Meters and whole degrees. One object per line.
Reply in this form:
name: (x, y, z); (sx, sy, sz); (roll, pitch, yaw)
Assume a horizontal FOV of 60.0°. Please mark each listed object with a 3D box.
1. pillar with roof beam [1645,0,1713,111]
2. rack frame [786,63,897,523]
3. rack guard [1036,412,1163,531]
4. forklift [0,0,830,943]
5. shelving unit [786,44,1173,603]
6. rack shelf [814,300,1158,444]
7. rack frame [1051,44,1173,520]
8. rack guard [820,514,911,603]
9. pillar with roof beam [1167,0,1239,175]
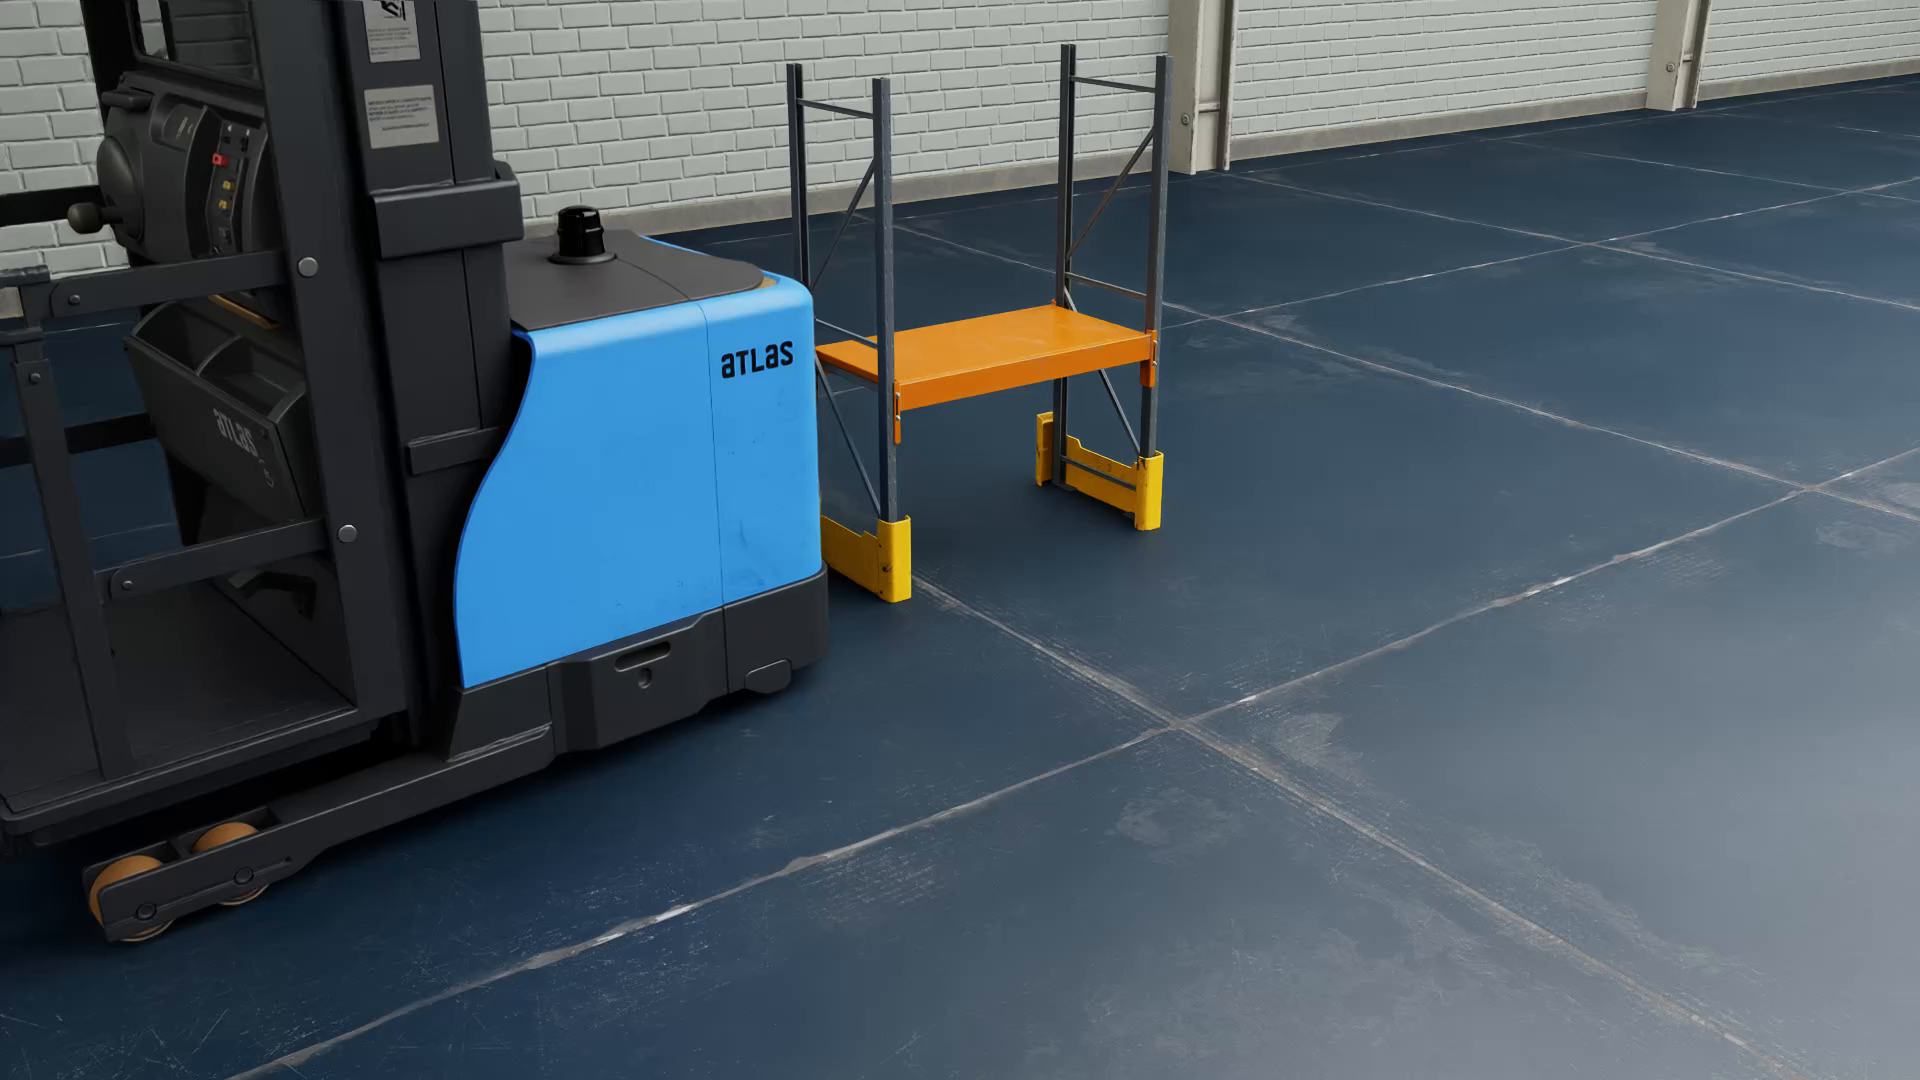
pillar with roof beam: (9.119, -6.911, 10.574); (0.400, 9.000, 9.100); (-15, 26, -33)
rack frame: (-0.343, -0.605, 4.889); (0.032, 1.500, 0.500); (-15, 26, -33)
rack guard: (0.466, -0.240, 5.662); (0.087, 0.250, 0.587); (-15, 26, -33)
forklift: (-1.787, -0.769, 3.369); (3.031, 2.935, 1.130); (-18, 28, -38)
shelving unit: (0.062, -0.713, 5.160); (1.083, 1.500, 0.587); (-15, 26, -33)
rack shelf: (0.069, -0.548, 5.231); (1.000, 0.185, 0.538); (-15, 26, -33)
rack frame: (0.482, -0.825, 5.440); (0.032, 1.500, 0.500); (-15, 26, -33)
rack guard: (-0.342, -0.025, 5.121); (0.087, 0.250, 0.587); (-15, 26, -33)
pillar with roof beam: (4.249, -5.612, 7.320); (0.400, 9.000, 9.100); (-15, 26, -33)
